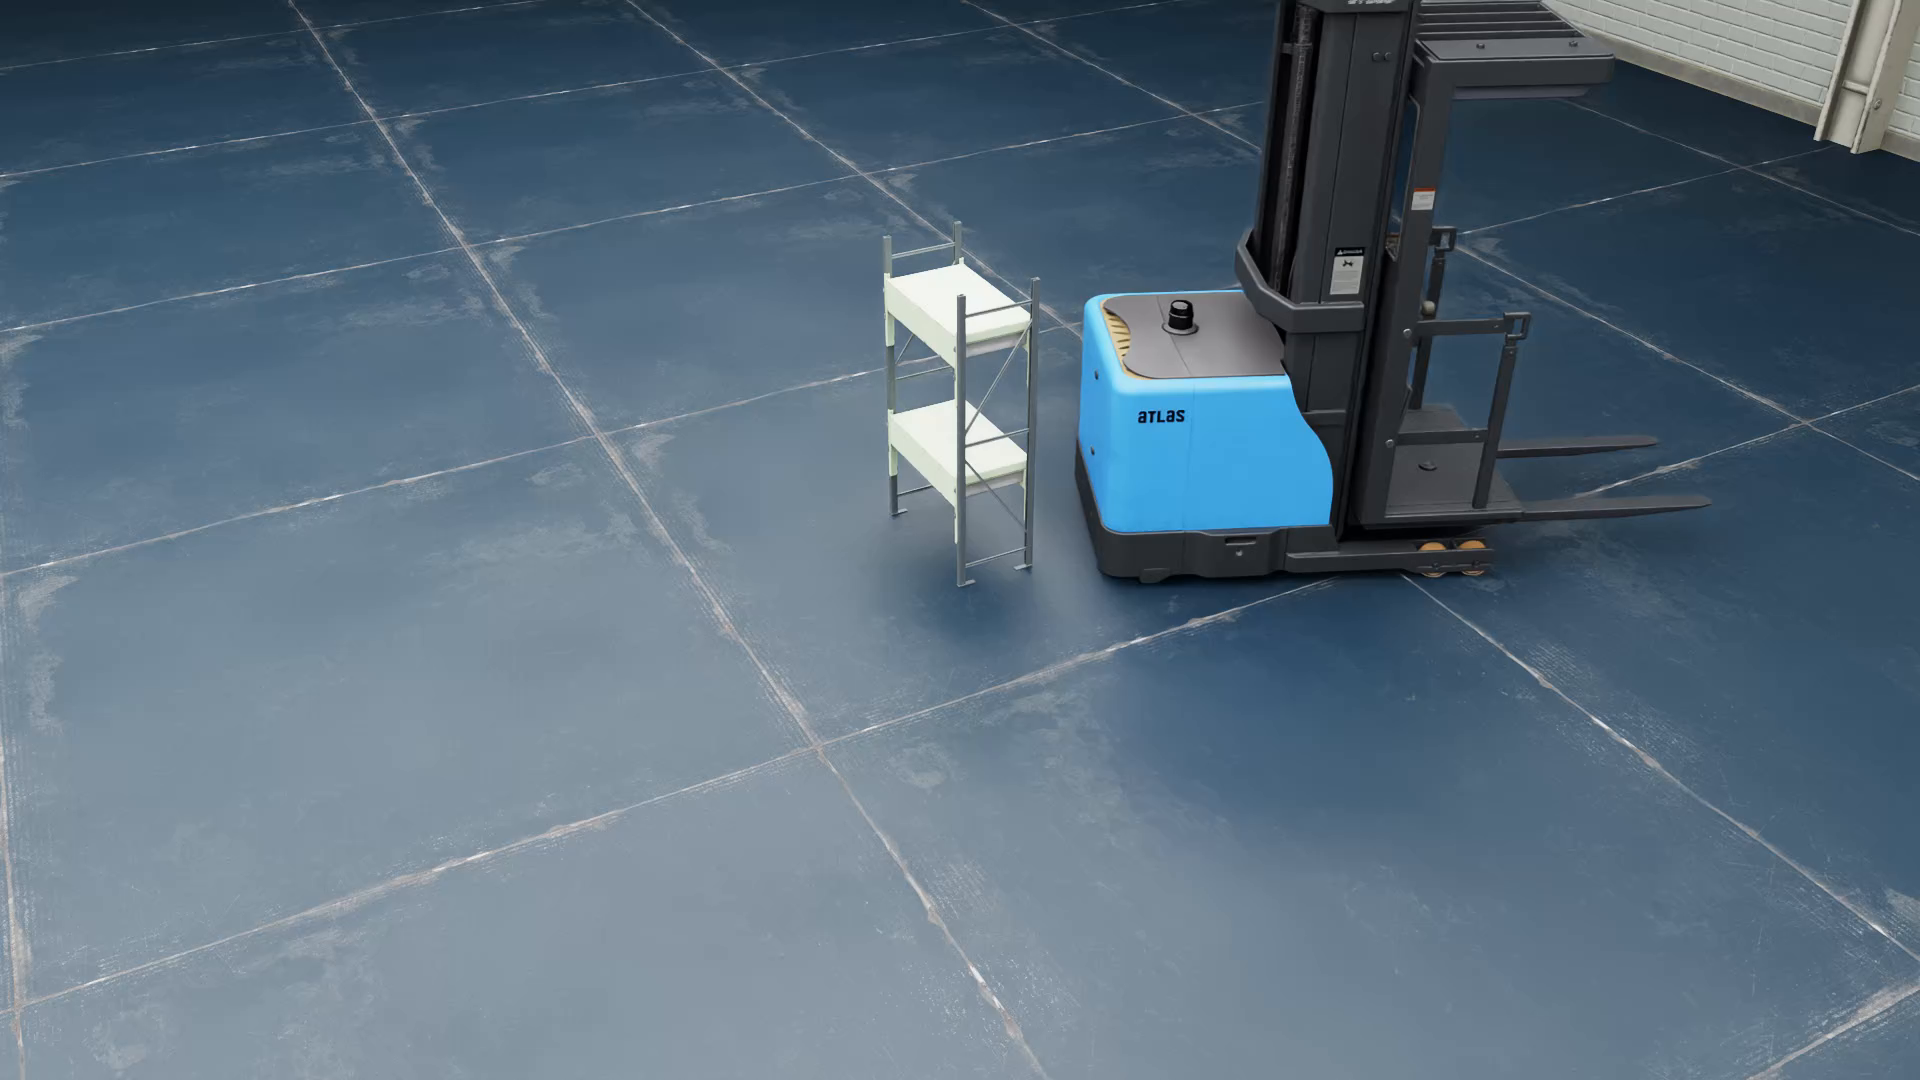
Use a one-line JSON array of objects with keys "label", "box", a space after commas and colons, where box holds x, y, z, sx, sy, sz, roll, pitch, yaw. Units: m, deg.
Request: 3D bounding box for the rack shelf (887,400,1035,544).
[{"label": "rack shelf", "box": [-0.003, -0.360, 8.026, 0.431, 0.370, 0.720, -16, 36, -23]}]

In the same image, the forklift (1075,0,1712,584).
[{"label": "forklift", "box": [2.138, -1.338, 7.622, 3.031, 2.935, 1.130, -2, 33, -4]}]

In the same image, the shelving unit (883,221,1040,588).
[{"label": "shelving unit", "box": [-0.003, -0.635, 7.850, 0.431, 1.500, 0.755, -16, 36, -23]}]

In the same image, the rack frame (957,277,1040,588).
[{"label": "rack frame", "box": [0.168, -0.460, 7.578, 0.400, 1.500, 0.023, -16, 36, -23]}]

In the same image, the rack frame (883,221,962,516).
[{"label": "rack frame", "box": [-0.174, -0.809, 8.123, 0.400, 1.500, 0.023, -16, 36, -23]}]

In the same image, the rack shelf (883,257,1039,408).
[{"label": "rack shelf", "box": [-0.003, -0.963, 7.640, 0.431, 0.370, 0.720, -16, 36, -23]}]

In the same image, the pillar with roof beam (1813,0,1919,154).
[{"label": "pillar with roof beam", "box": [3.206, -5.842, 9.027, 9.100, 9.000, 0.400, -16, 36, -23]}]
